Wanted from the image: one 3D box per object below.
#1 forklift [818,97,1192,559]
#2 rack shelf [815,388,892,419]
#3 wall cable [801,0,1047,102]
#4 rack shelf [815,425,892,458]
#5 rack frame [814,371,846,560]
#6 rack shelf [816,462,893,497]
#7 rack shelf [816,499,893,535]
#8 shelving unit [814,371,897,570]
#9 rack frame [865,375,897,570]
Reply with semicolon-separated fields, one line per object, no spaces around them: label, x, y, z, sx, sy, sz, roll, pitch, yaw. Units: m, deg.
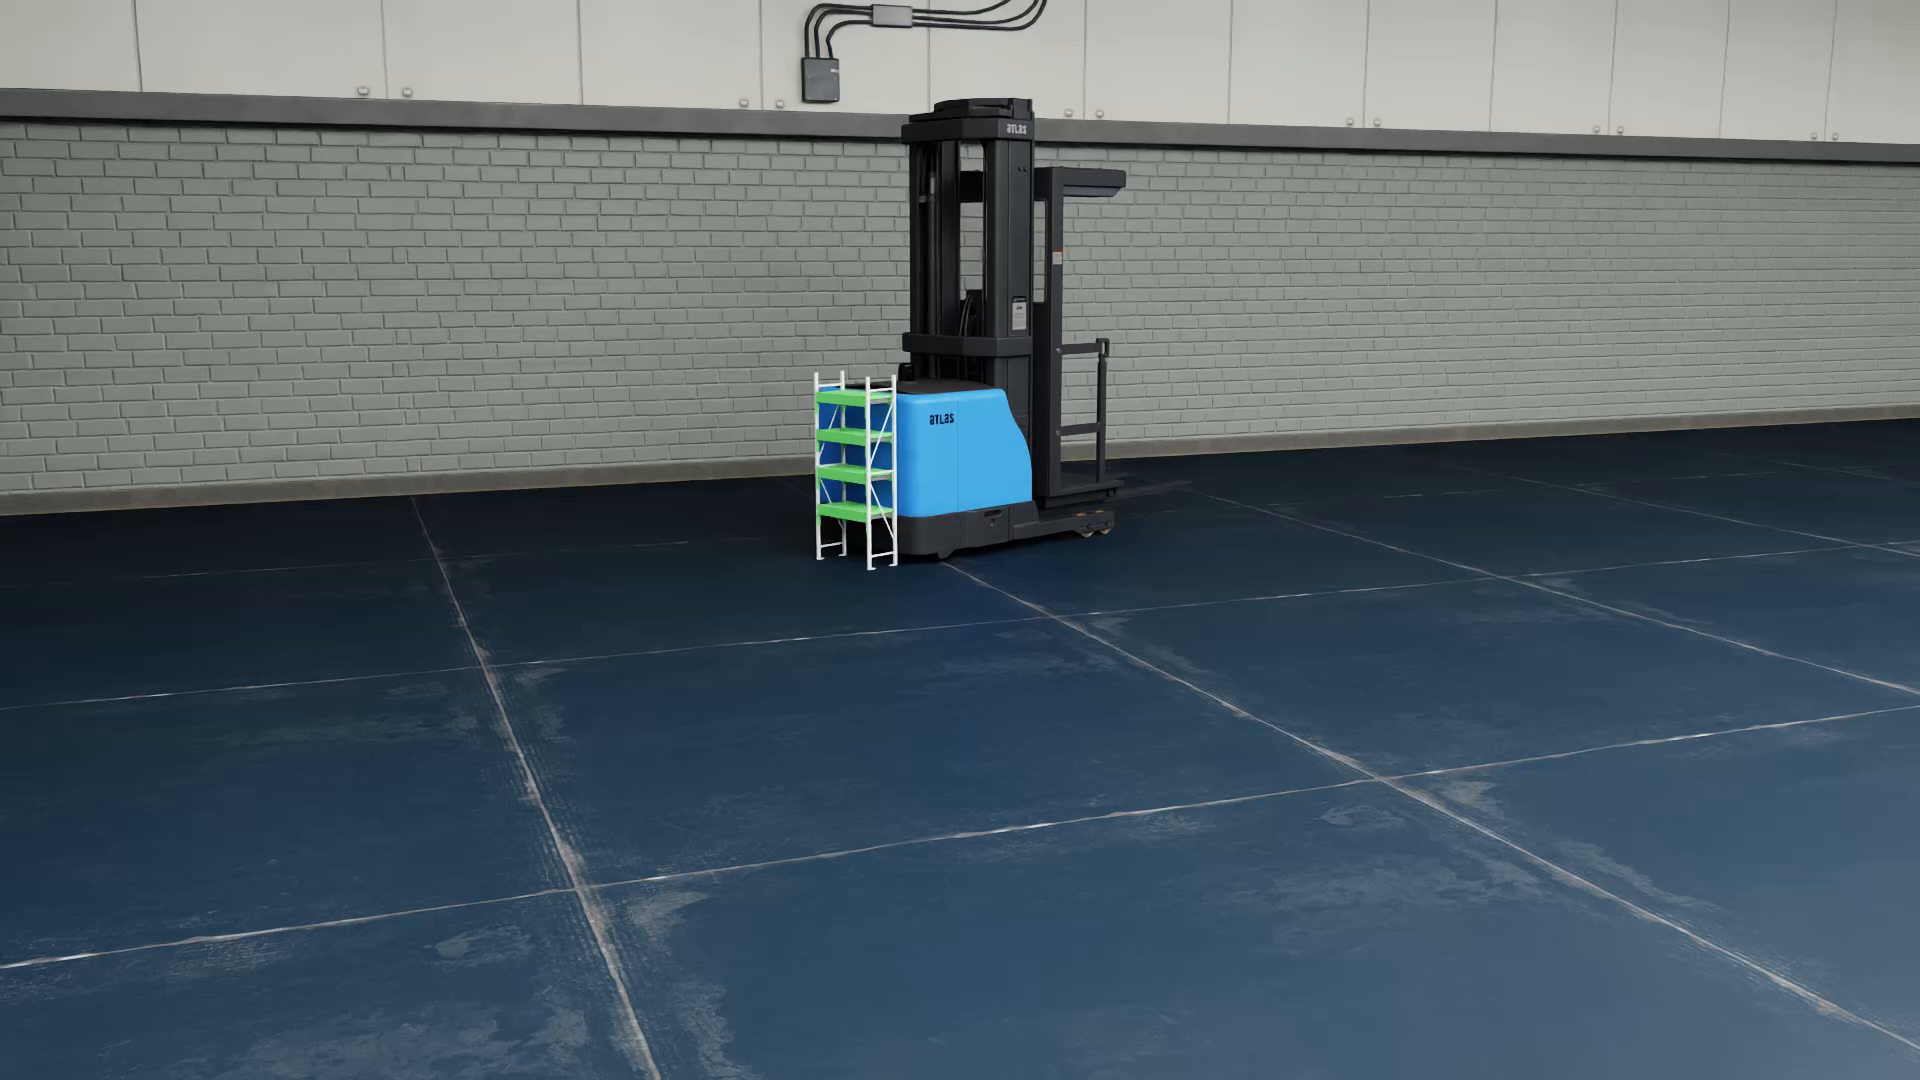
forklift;0.447;-1.520;11.594;3.031;2.935;1.130;-10;14;-44
rack shelf;-0.660;-0.858;10.442;0.258;0.148;0.480;-10;14;-44
wall cable;-0.245;-6.749;13.955;2.305;6.003;0.169;-4;11;-21
rack shelf;-0.660;-0.622;10.484;0.258;0.148;0.480;-10;14;-44
rack frame;-0.833;-0.479;10.685;0.240;1.200;0.015;-10;14;-44
rack shelf;-0.660;-0.386;10.526;0.258;0.148;0.480;-10;14;-44
rack shelf;-0.660;-0.149;10.569;0.258;0.148;0.480;-10;14;-44
shelving unit;-0.660;-0.448;10.515;0.258;1.200;0.503;-10;14;-44
rack frame;-0.488;-0.418;10.345;0.240;1.200;0.015;-10;14;-44
